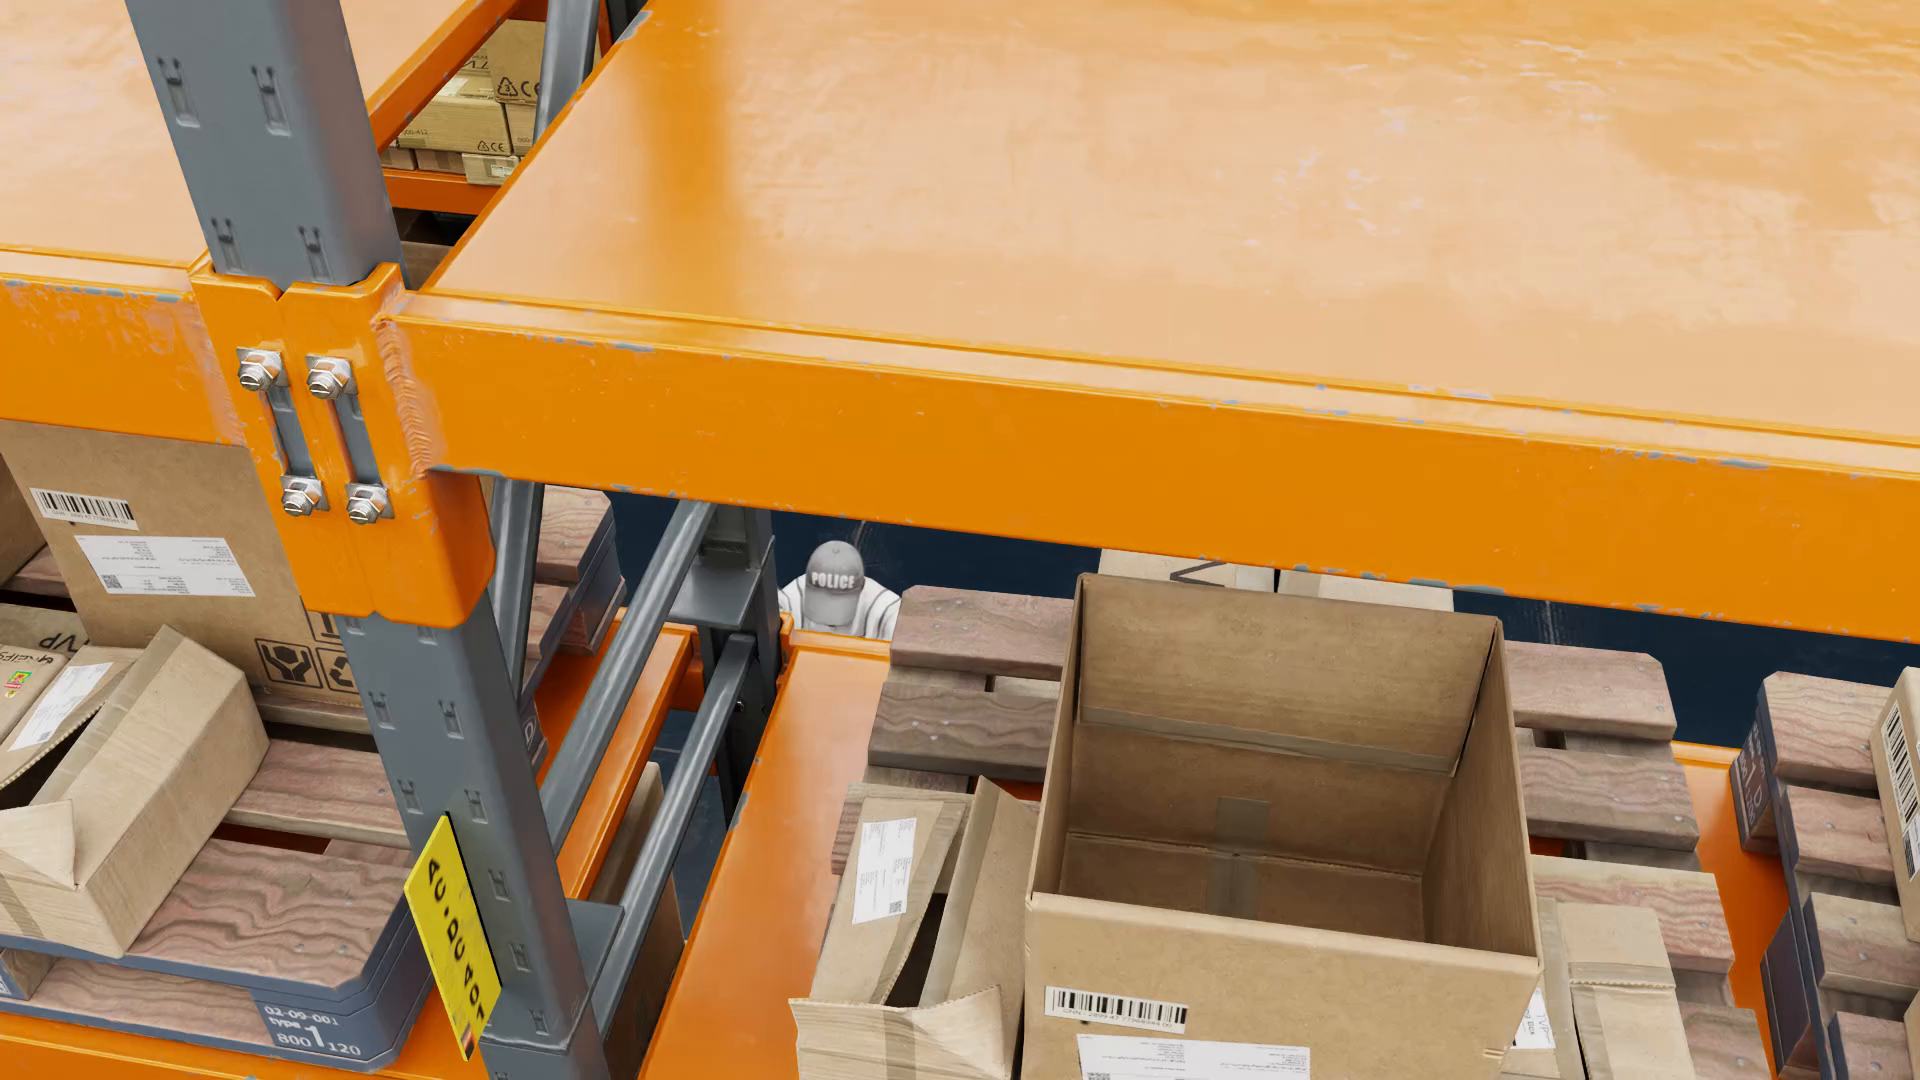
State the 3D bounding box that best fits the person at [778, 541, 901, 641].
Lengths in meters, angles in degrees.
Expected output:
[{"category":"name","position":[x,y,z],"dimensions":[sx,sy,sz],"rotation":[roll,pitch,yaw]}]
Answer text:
[{"category":"person","position":[-0.401,0.618,5.437],"dimensions":[0.555,1.665,0.467],"rotation":[4,41,5]}]
